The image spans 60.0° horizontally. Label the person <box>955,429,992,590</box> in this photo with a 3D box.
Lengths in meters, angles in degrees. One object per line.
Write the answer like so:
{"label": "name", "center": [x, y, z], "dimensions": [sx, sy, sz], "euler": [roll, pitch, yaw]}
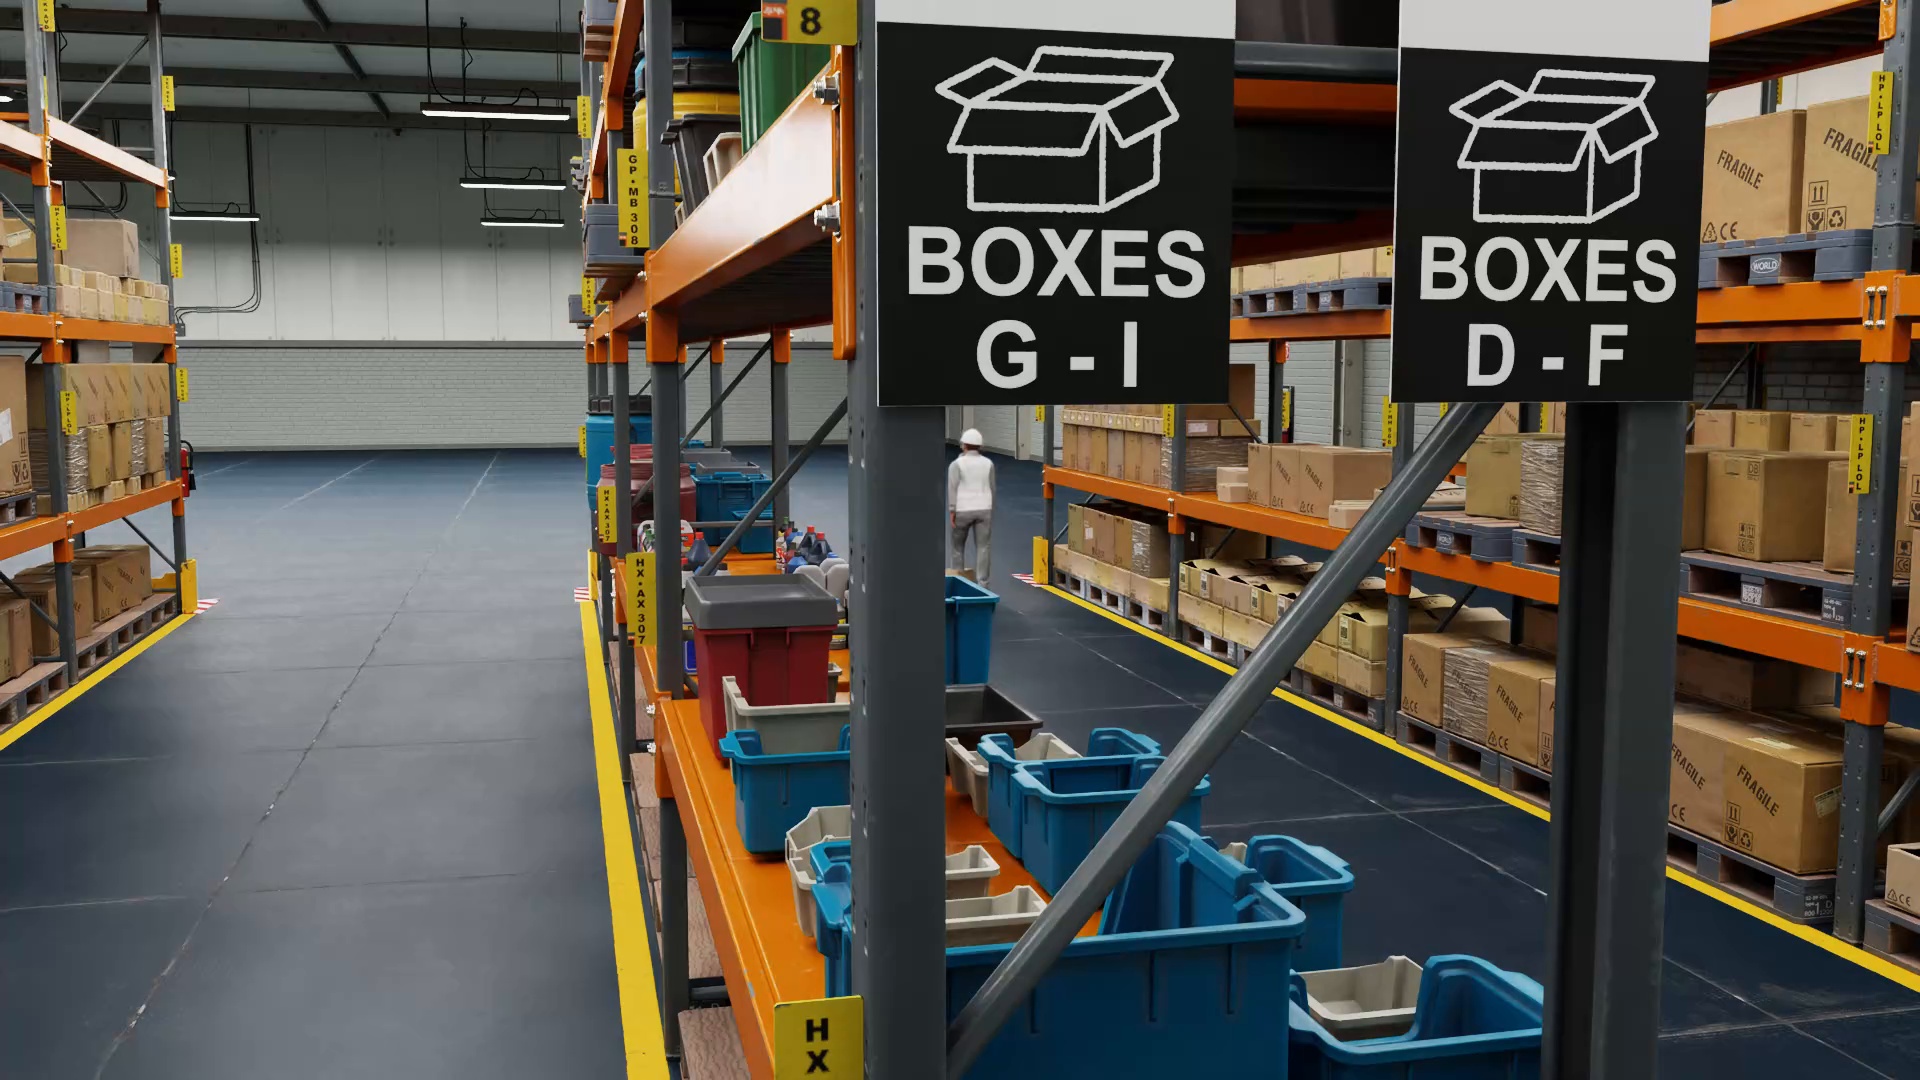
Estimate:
{"label": "person", "center": [0.111, -0.302, 17.674], "dimensions": [0.445, 1.759, 0.906], "euler": [-1, 6, -12]}
